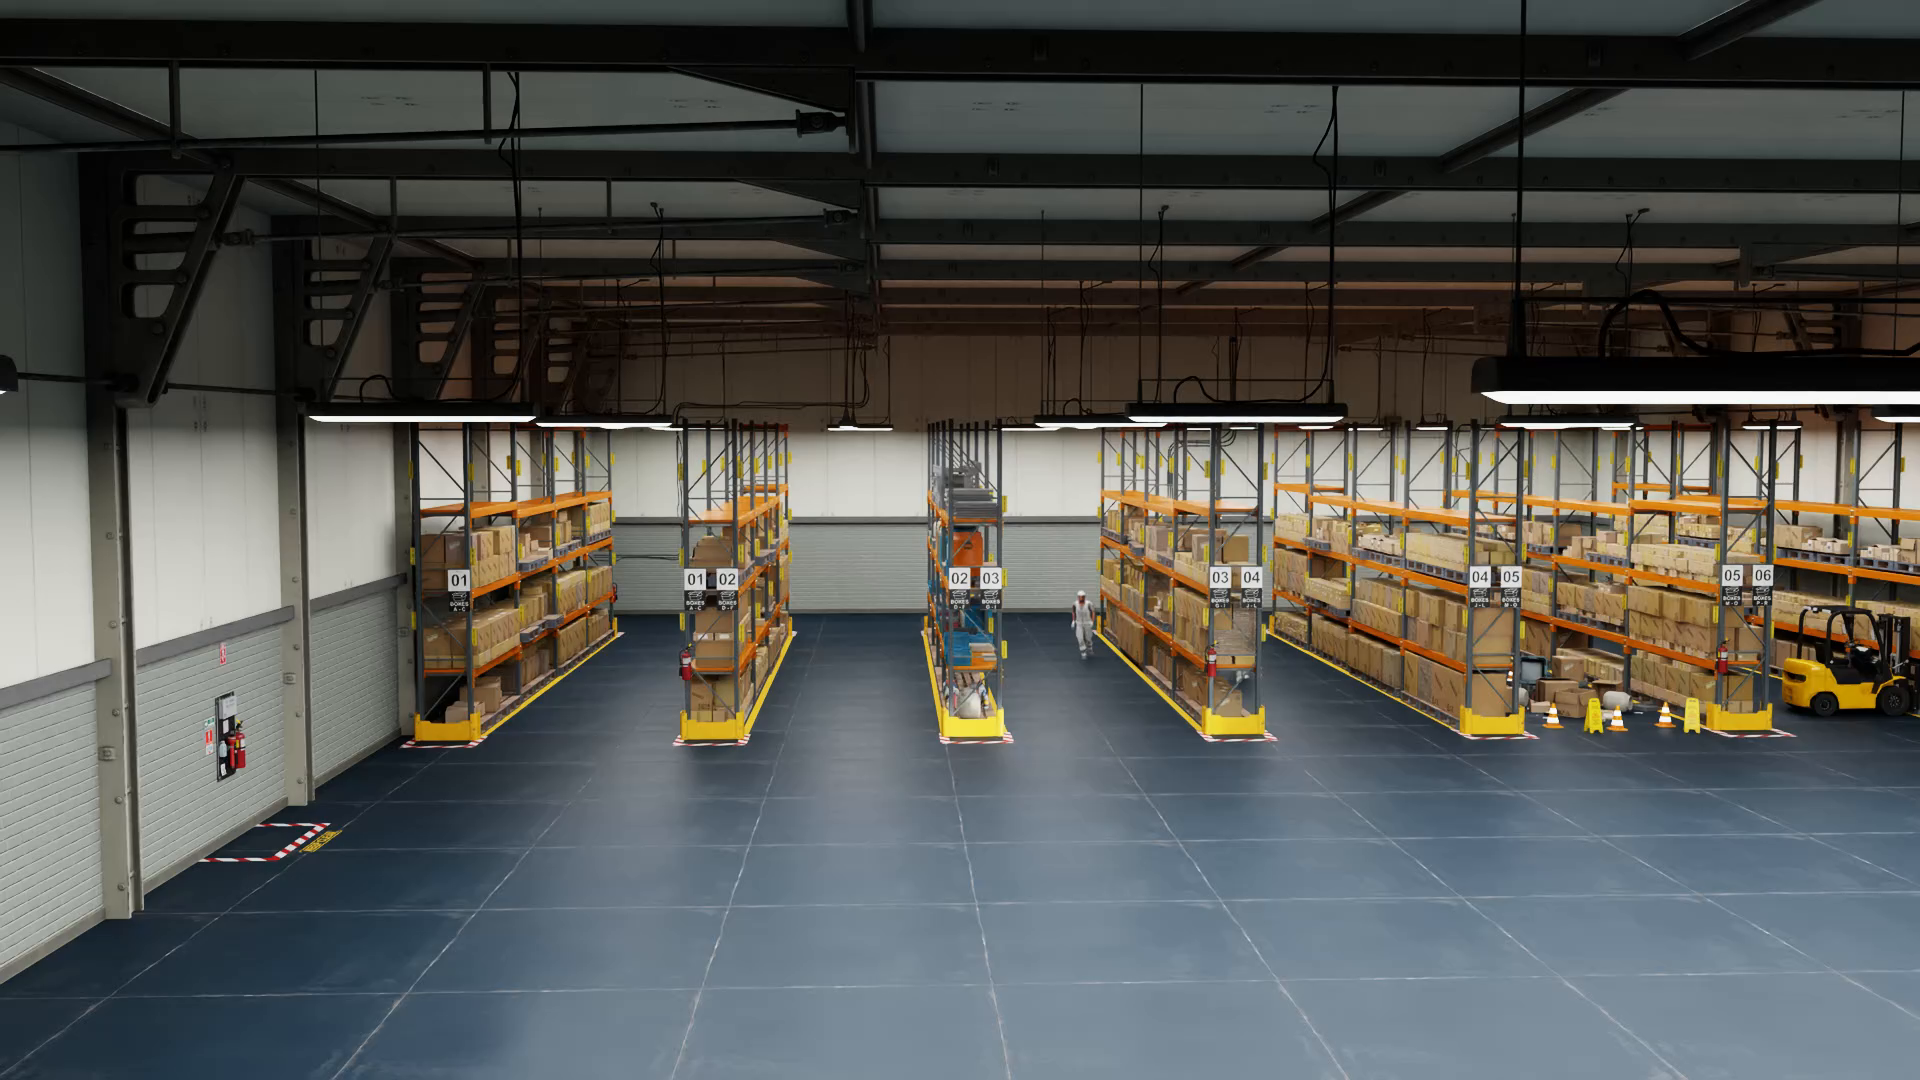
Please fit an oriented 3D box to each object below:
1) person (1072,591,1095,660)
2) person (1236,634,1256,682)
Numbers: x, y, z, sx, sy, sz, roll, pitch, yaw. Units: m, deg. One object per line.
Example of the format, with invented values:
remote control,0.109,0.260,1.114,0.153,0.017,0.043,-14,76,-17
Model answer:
person,3.149,2.142,42.303,0.604,1.757,0.738,1,4,12
person,6.563,2.381,38.619,0.651,1.828,0.658,1,4,10
